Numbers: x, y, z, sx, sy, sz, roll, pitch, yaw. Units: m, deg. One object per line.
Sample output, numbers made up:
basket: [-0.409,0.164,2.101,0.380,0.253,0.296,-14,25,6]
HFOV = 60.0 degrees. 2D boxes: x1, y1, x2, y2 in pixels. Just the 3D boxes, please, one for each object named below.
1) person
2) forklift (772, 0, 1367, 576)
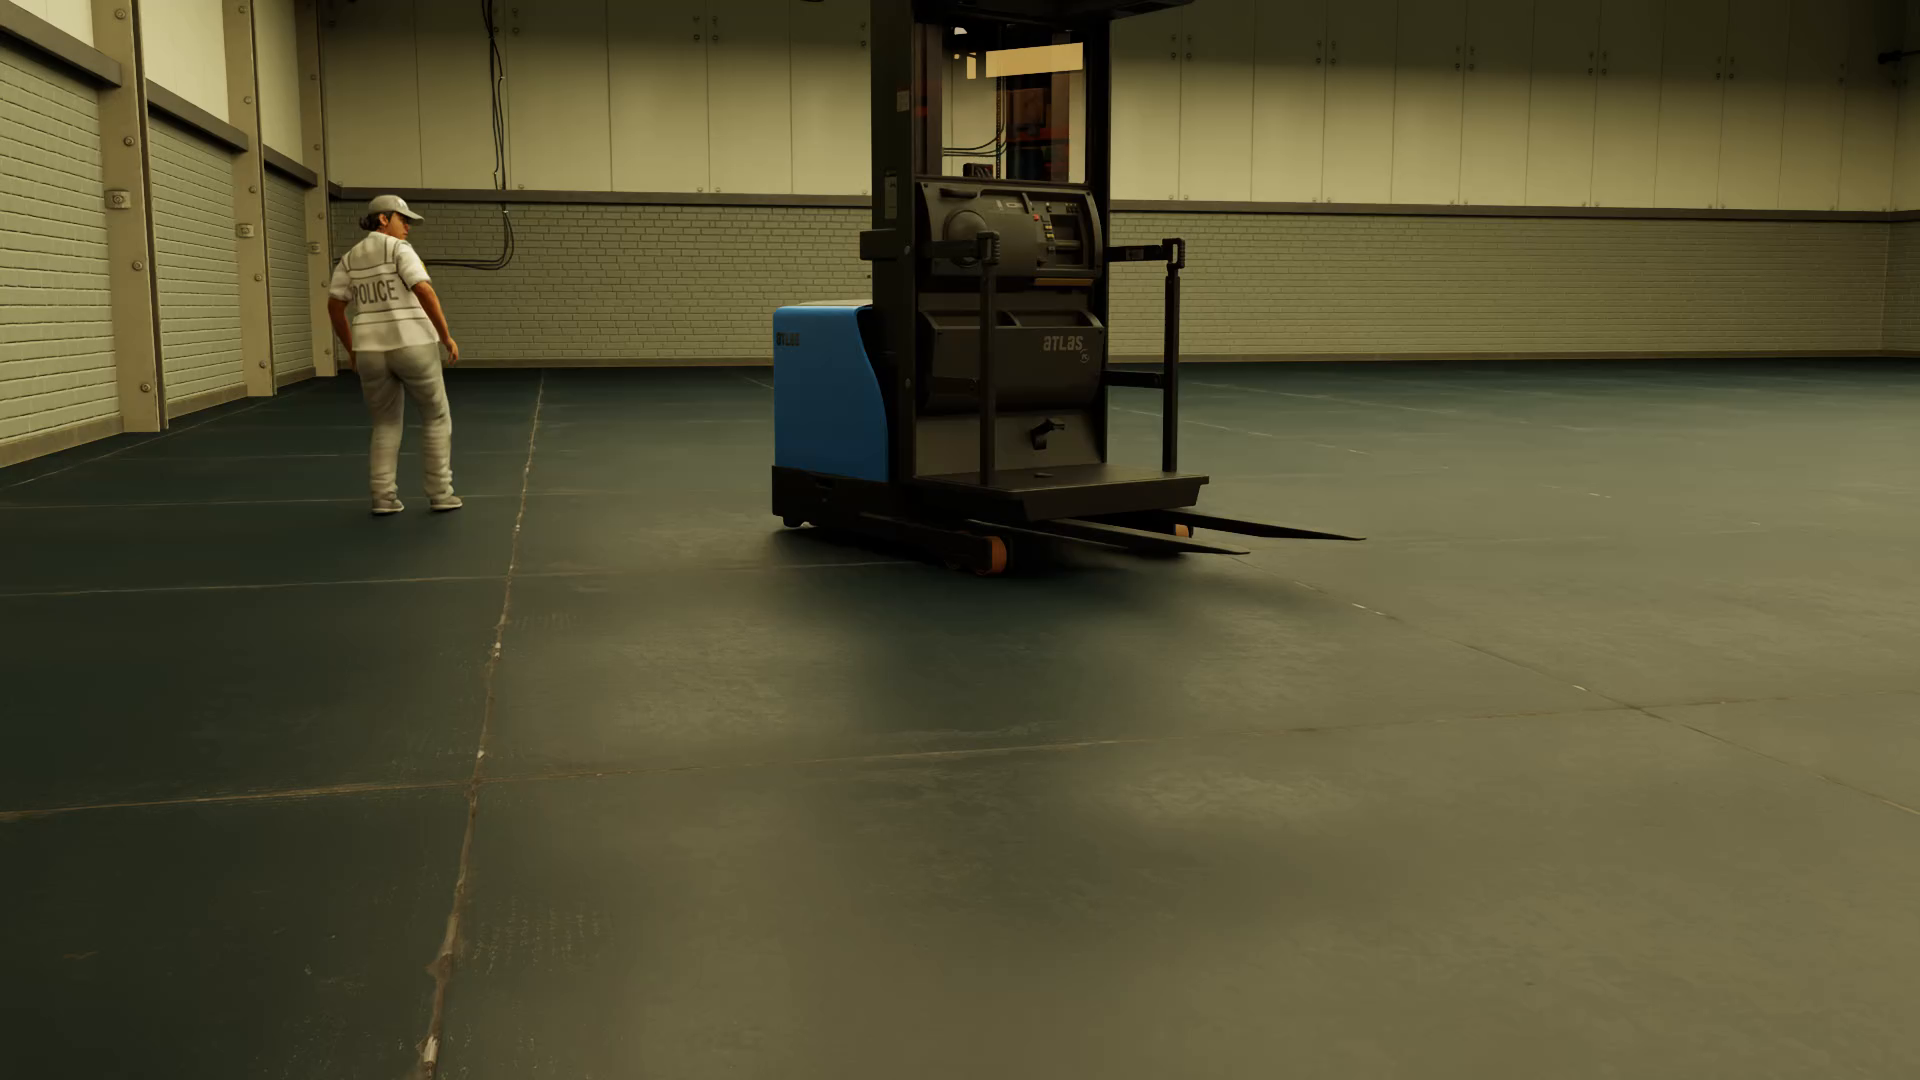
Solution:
person: [-2.930,-0.967,8.691,0.685,1.648,0.508,1,8,10]
forklift: [0.355,-1.383,7.015,1.130,2.935,3.031,-6,10,-35]
